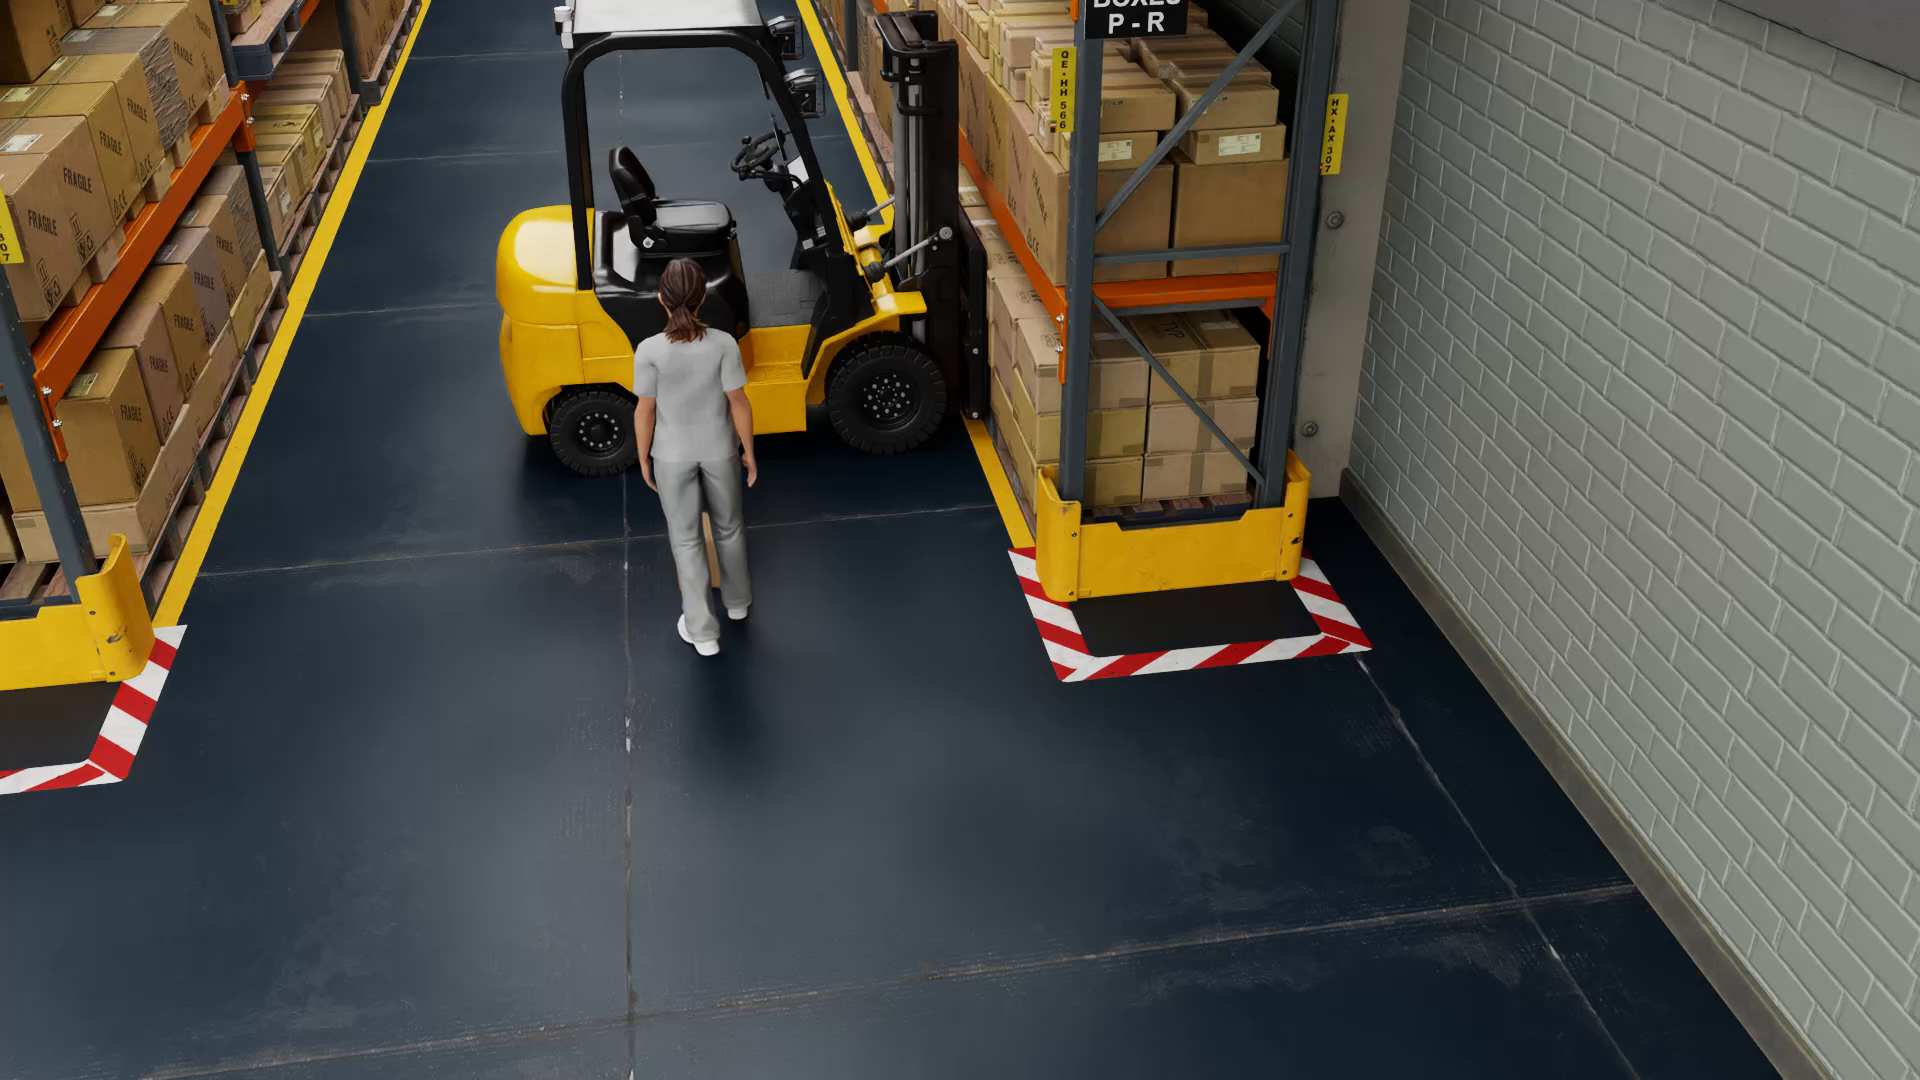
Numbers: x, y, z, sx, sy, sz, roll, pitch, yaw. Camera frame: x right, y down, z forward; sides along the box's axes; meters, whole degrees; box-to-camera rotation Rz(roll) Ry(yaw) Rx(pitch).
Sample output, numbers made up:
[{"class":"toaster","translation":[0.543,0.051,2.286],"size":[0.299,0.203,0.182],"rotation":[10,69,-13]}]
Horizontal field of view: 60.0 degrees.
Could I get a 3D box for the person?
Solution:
[{"class":"person","translation":[-1.074,-0.363,6.725],"size":[0.462,1.672,0.565],"rotation":[-9,32,-14]}]
